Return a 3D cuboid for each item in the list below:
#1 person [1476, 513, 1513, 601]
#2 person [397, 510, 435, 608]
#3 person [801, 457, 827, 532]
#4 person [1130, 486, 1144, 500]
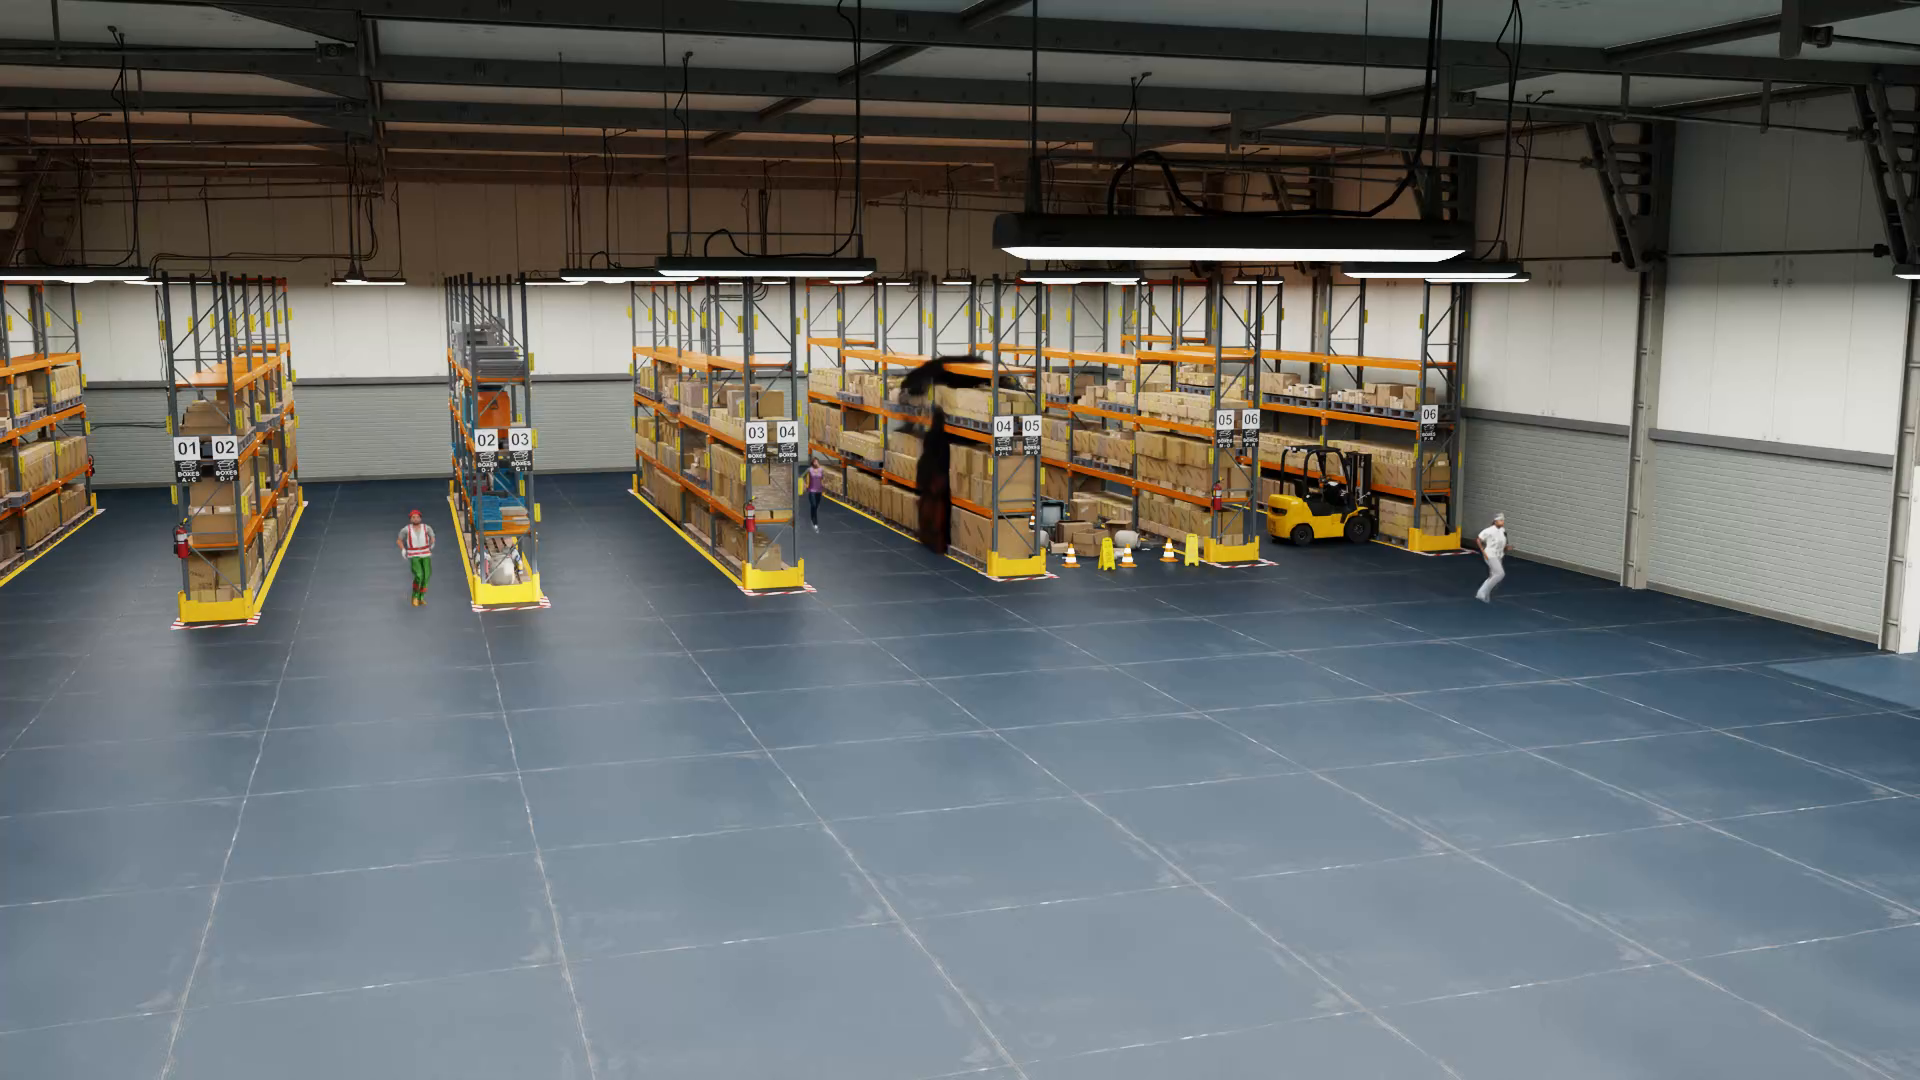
[{"bbox_3d":[9.792,0.314,30.450,0.572,1.653,0.645,-7,11,-39],"label":"person"},{"bbox_3d":[-9.815,0.327,30.186,0.644,1.749,0.623,-5,10,-30],"label":"person"},{"bbox_3d":[-3.287,-1.047,37.763,0.508,1.675,0.696,-4,10,-27],"label":"person"},{"bbox_3d":[4.720,-1.712,43.836,0.618,1.663,0.597,-4,9,-24],"label":"person"}]
